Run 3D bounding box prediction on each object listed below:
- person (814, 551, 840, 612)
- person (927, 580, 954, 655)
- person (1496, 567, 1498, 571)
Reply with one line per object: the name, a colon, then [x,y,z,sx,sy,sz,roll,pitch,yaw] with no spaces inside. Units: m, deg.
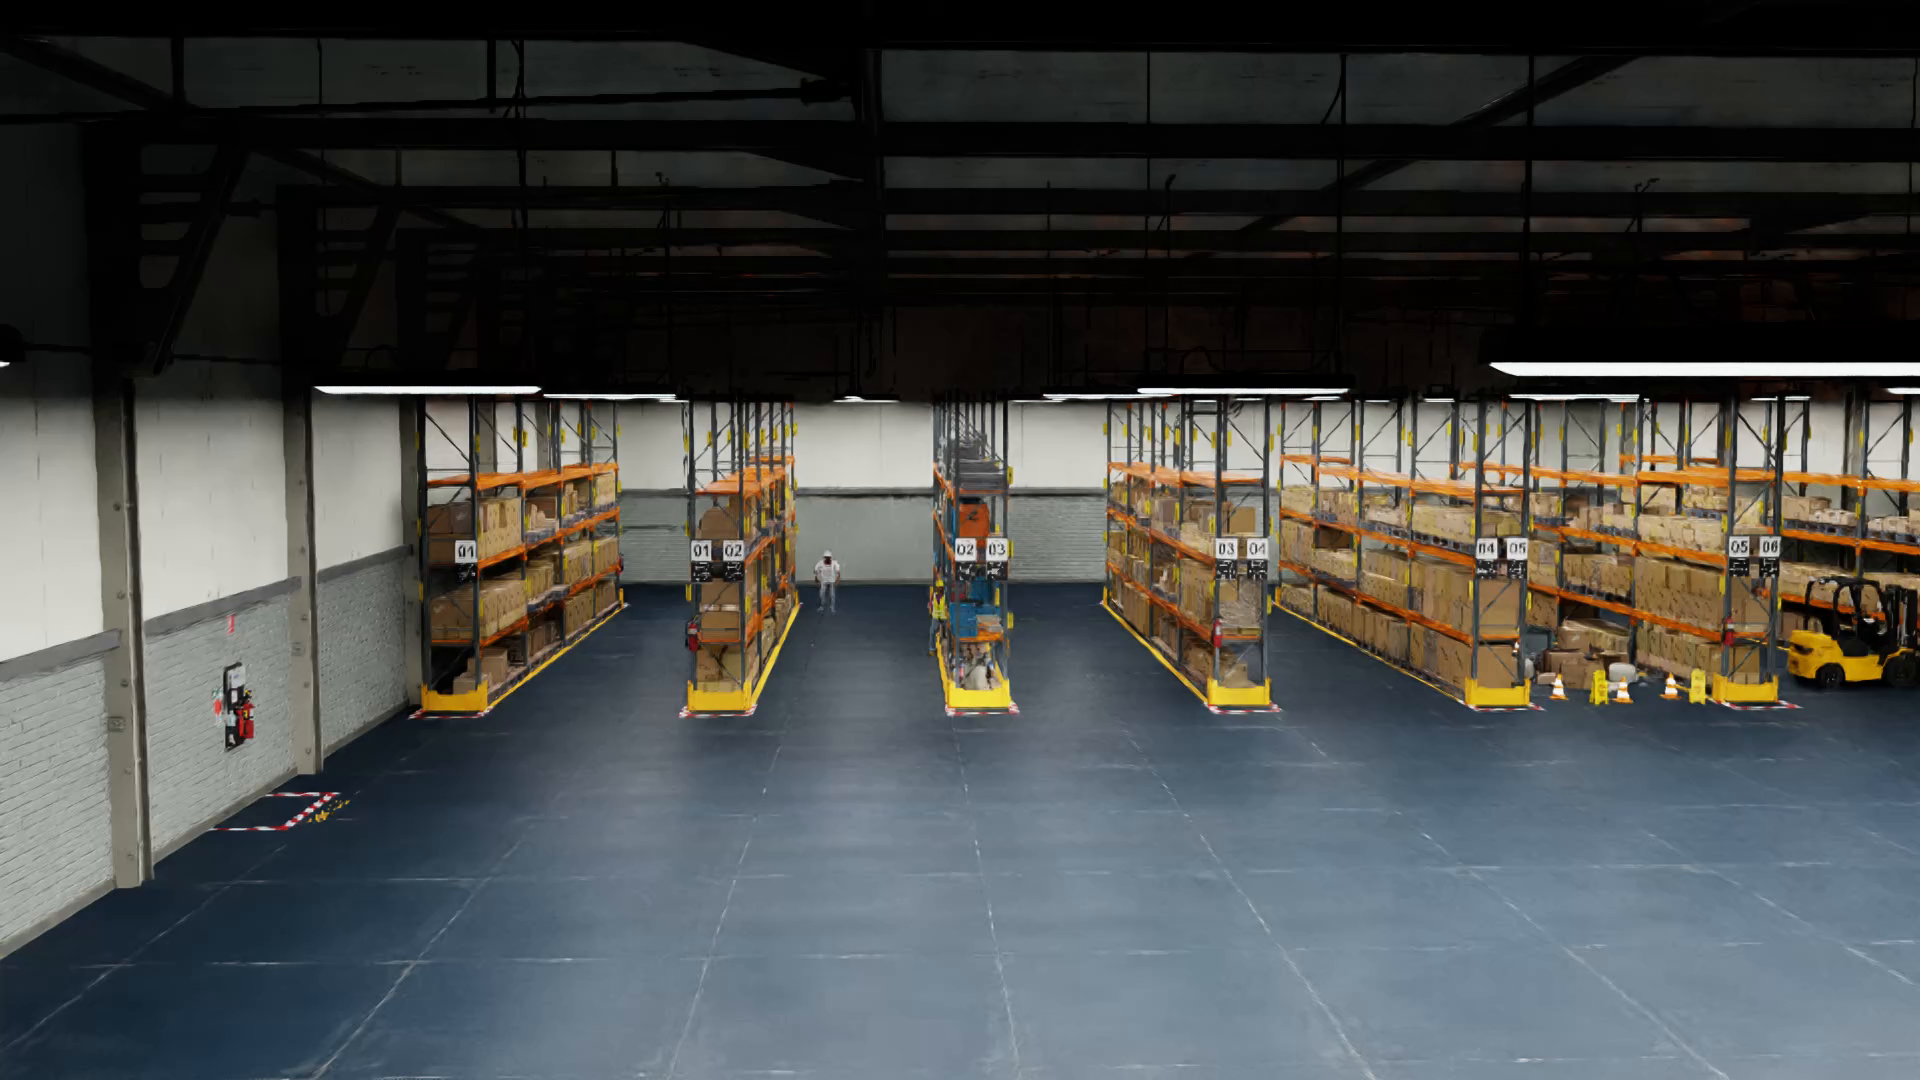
person: [-3.651,1.146,45.750,0.719,1.714,0.578,0,5,-4]
person: [-0.412,1.766,38.108,0.617,1.719,0.979,2,5,18]
person: [13.313,1.484,41.620,0.580,1.657,0.571,2,5,19]
